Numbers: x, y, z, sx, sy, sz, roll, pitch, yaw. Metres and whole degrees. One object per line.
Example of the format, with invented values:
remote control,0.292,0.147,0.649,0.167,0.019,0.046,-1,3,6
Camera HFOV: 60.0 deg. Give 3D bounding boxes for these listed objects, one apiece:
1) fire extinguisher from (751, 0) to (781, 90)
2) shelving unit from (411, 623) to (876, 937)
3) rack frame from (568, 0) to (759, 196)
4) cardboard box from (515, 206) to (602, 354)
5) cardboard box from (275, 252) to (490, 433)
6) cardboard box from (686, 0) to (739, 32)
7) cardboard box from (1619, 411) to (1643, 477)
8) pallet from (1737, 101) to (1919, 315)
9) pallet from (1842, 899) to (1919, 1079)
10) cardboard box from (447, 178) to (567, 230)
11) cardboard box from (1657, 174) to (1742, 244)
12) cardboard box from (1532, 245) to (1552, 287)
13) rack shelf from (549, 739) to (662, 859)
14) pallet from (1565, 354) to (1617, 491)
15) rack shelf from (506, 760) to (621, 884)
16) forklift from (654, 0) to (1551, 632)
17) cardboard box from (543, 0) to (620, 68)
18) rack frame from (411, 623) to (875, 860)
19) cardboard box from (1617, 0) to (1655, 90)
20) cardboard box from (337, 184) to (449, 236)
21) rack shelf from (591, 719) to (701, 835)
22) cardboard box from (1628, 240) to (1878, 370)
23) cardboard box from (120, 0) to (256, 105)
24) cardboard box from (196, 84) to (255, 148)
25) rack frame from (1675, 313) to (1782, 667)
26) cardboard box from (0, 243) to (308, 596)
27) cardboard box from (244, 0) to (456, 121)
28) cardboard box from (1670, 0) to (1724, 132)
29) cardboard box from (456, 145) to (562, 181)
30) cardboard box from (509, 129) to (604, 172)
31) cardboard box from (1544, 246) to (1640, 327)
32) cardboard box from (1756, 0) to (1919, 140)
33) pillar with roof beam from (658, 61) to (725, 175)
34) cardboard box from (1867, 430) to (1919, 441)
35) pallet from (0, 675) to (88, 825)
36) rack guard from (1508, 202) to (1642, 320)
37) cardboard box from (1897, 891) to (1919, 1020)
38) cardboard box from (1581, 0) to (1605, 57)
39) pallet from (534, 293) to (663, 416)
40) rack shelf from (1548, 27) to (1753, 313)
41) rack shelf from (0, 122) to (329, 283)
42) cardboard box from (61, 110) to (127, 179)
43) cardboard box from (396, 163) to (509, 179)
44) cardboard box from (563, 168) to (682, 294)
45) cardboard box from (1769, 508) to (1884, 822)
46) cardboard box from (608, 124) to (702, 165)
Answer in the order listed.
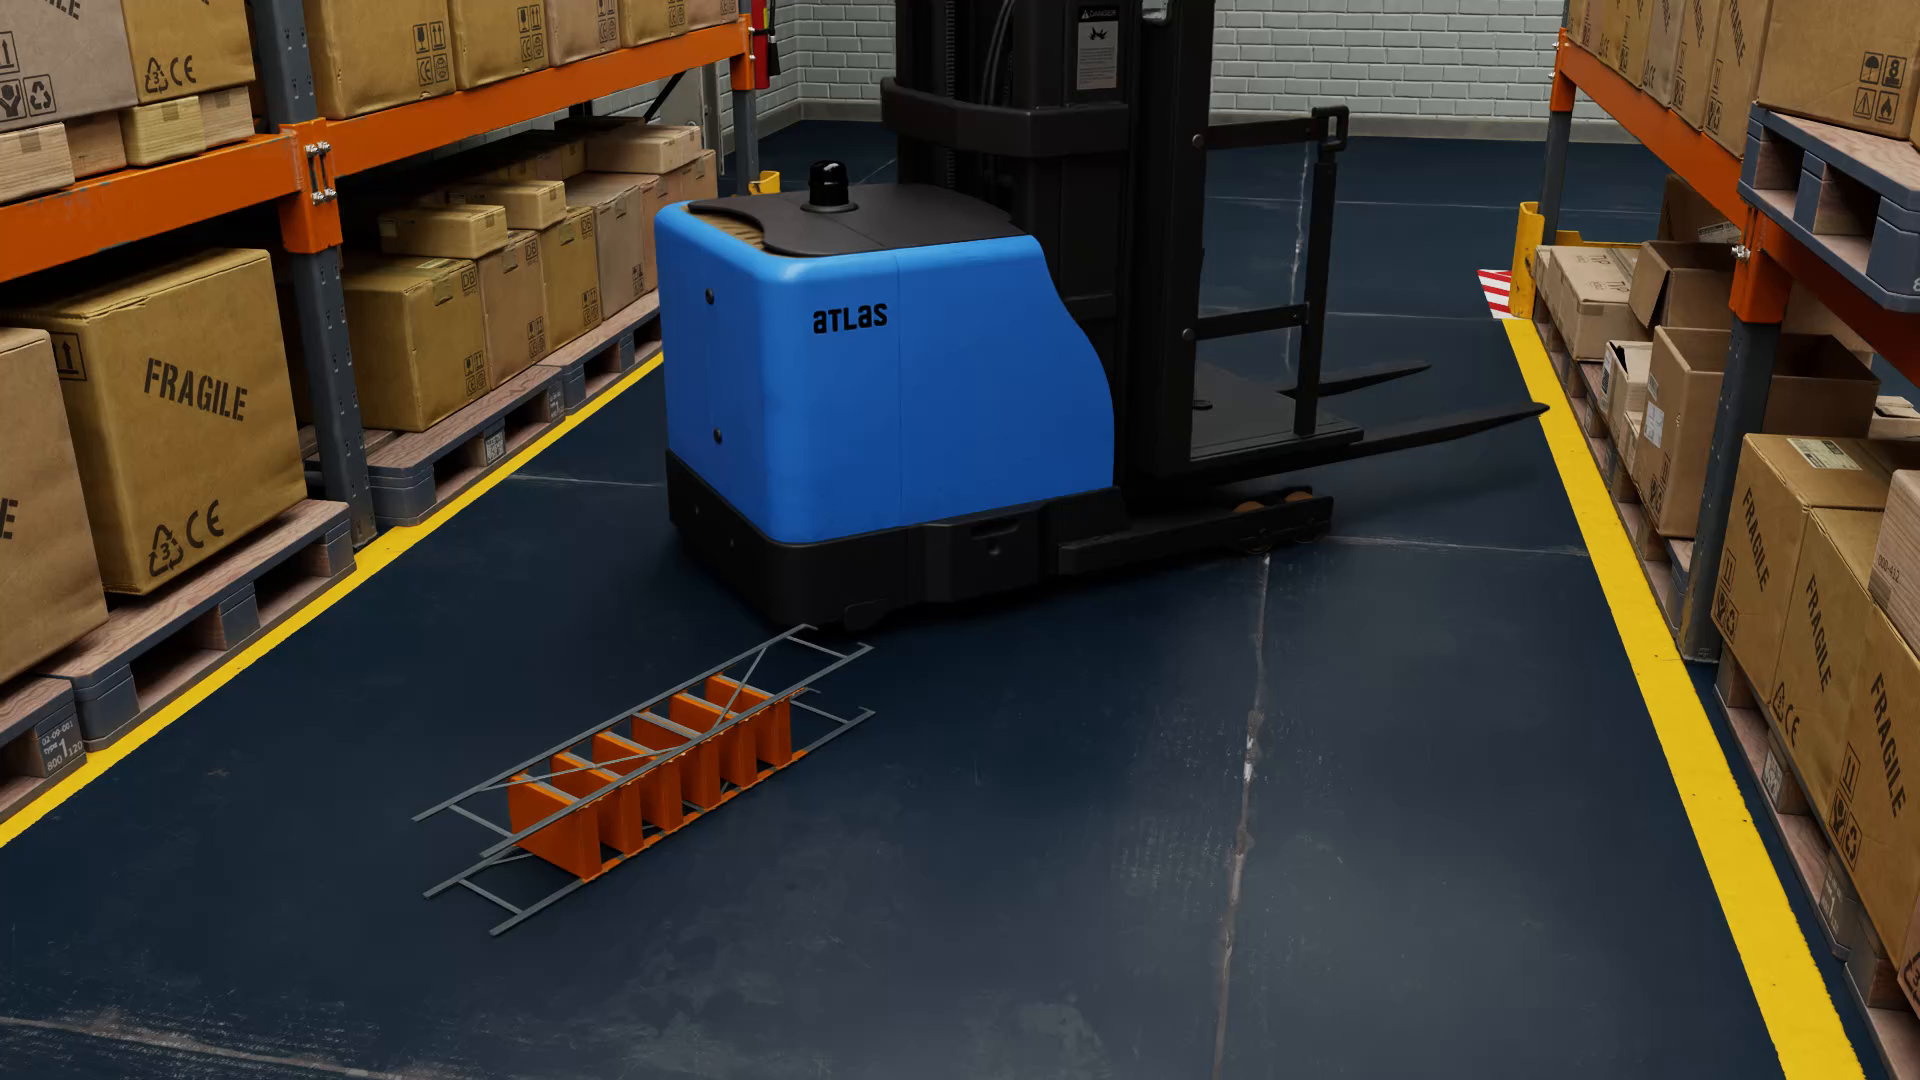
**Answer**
fire extinguisher,-1.083,-2.690,8.619,0.296,0.674,0.183,4,22,11
shelving unit,-0.672,0.509,3.832,0.258,0.189,1.200,16,27,34
rack frame,-1.566,-2.878,8.485,1.000,3.000,0.127,4,22,11
cardboard box,-1.917,-1.088,6.823,0.700,0.500,0.500,5,22,12
cardboard box,-2.129,-0.716,5.901,0.700,0.500,0.500,5,22,12
cardboard box,-1.660,-2.830,7.964,0.980,0.700,0.700,5,23,13
cardboard box,2.324,-0.293,5.292,0.380,0.149,0.250,4,22,11
pallet,2.198,-0.666,3.250,1.003,0.211,1.213,4,22,11
pallet,2.092,1.002,2.583,1.003,0.211,1.213,4,22,11
cardboard box,-1.774,-1.320,6.531,0.380,0.149,0.250,4,22,9
cardboard box,3.414,-1.329,7.396,0.500,0.500,0.500,4,22,11
cardboard box,2.862,-1.257,7.686,0.380,0.149,0.250,4,22,11
rack shelf,-0.790,0.567,3.687,0.258,0.180,0.103,16,27,34
pallet,2.856,-0.444,6.174,1.003,0.211,1.213,4,22,11
rack shelf,-0.862,0.603,3.598,0.258,0.180,0.103,16,27,34
forklift,0.616,-1.475,5.094,3.031,2.935,1.130,-11,24,-26
cardboard box,-1.962,-2.285,6.611,0.980,0.700,0.700,3,22,8
rack frame,-0.672,0.424,3.797,0.240,0.006,1.200,16,27,34
cardboard box,2.627,-1.851,5.801,0.500,0.500,0.500,5,22,12
cardboard box,-2.195,-1.269,6.404,0.380,0.149,0.250,4,22,9
rack shelf,-0.718,0.531,3.776,0.258,0.180,0.103,16,27,34
cardboard box,2.846,-0.773,6.010,0.797,0.503,0.637,4,22,11
cardboard box,-2.230,-1.421,4.308,0.500,0.500,0.500,4,22,10
cardboard box,-2.174,-1.163,4.536,0.380,0.149,0.250,5,22,11
rack frame,2.468,-1.039,3.919,1.000,3.000,0.127,4,22,11
cardboard box,-2.388,-0.366,4.561,0.750,0.750,0.750,5,22,12
cardboard box,-2.256,-1.752,5.287,0.980,0.700,0.700,5,22,12
cardboard box,2.423,-1.477,4.871,0.500,0.500,0.500,5,22,12
cardboard box,-1.987,-1.642,7.331,0.380,0.149,0.250,5,22,12
cardboard box,-1.884,-1.827,7.789,0.380,0.149,0.250,5,22,11
cardboard box,2.794,-1.071,7.089,0.500,0.250,0.500,4,22,11
cardboard box,2.152,-1.124,3.434,0.700,0.500,0.500,-3,22,-7
pillar with roof beam,2.353,-6.386,9.165,9.100,9.000,0.400,4,22,11
cardboard box,2.765,-0.133,4.679,0.500,0.311,0.500,4,22,11
pallet,-2.713,0.613,3.548,1.003,0.211,1.213,4,22,11
rack guard,3.269,-1.315,7.949,1.175,0.500,0.348,4,22,11
cardboard box,1.820,0.637,2.513,0.500,0.500,0.500,4,22,9
cardboard box,2.835,-2.217,6.710,0.500,0.500,0.500,4,22,10
pallet,-1.904,-0.842,7.161,1.003,0.211,1.213,4,22,11
rack shelf,2.876,-1.437,5.869,1.077,0.370,4.000,4,22,11
rack shelf,-2.790,-0.350,3.171,1.077,0.370,4.000,4,22,11
cardboard box,-2.299,-0.978,4.075,0.380,0.149,0.250,5,23,13
cardboard box,-2.090,-1.456,6.868,0.380,0.149,0.250,4,22,10
cardboard box,-1.713,-1.467,7.765,0.700,0.500,0.500,4,22,11
cardboard box,2.033,0.270,3.424,0.500,0.500,0.500,5,22,12
cardboard box,-1.459,-1.890,7.947,0.380,0.149,0.250,4,22,10
